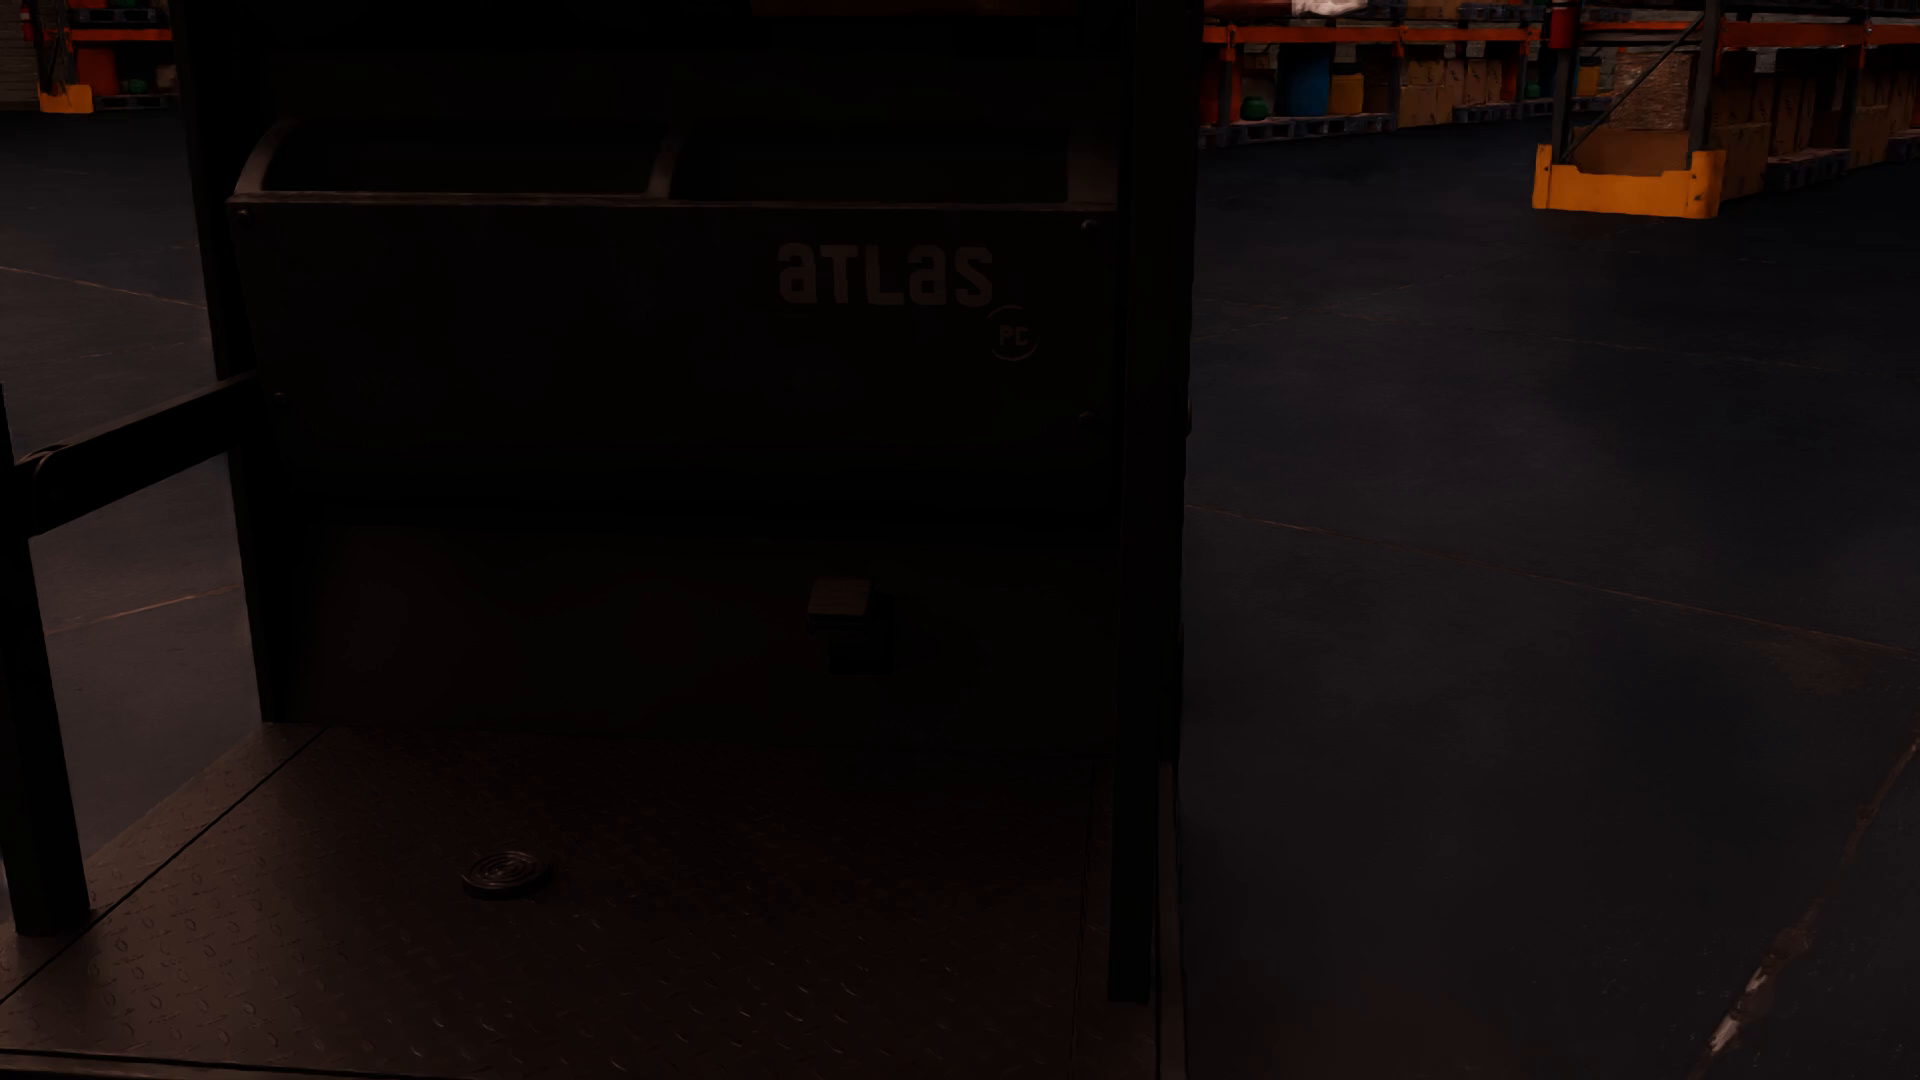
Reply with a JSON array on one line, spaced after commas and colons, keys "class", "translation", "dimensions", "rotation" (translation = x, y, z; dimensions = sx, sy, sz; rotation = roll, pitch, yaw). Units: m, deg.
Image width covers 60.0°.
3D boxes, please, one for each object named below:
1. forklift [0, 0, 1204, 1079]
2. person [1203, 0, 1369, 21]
[{"class": "forklift", "translation": [-0.319, -0.765, 1.417], "dimensions": [1.130, 2.935, 3.031], "rotation": [2, 17, 6]}, {"class": "person", "translation": [0.136, -0.636, 3.568], "dimensions": [1.489, 1.455, 0.756], "rotation": [9, 19, 27]}]
